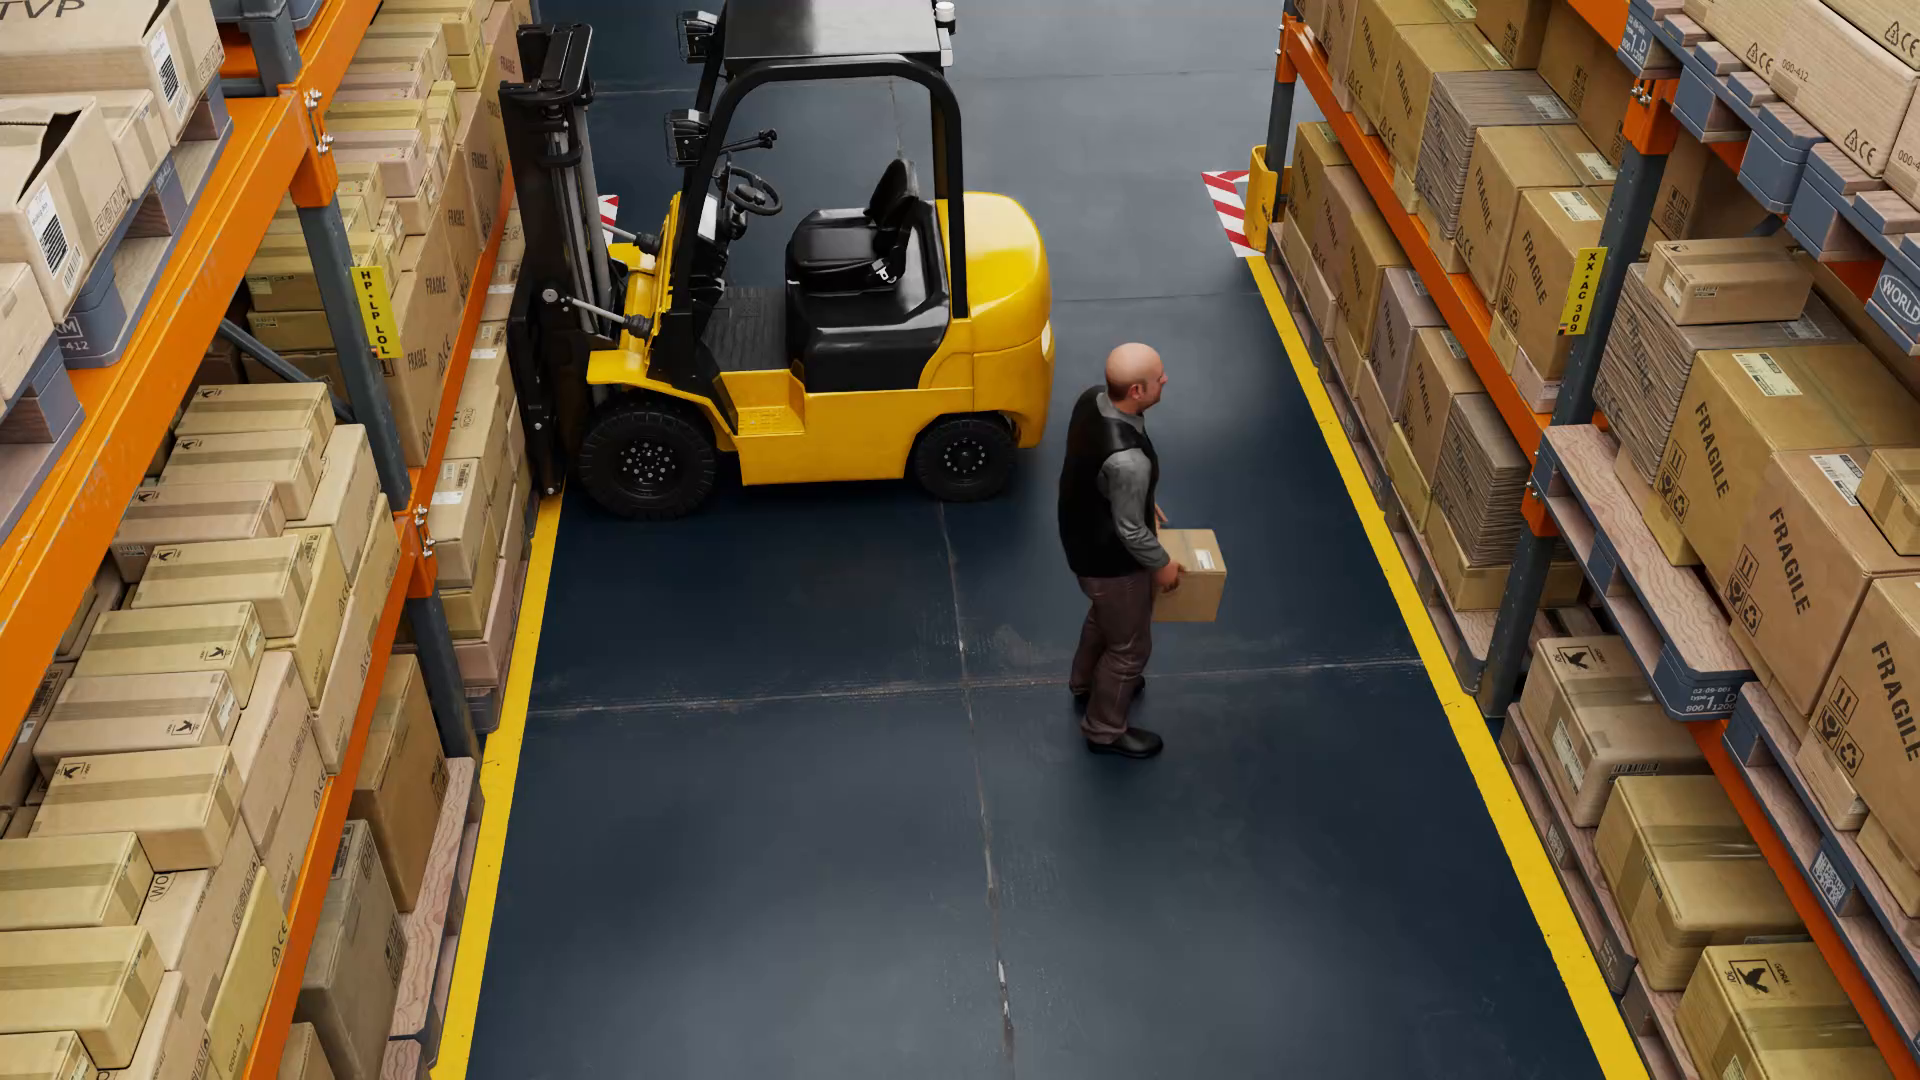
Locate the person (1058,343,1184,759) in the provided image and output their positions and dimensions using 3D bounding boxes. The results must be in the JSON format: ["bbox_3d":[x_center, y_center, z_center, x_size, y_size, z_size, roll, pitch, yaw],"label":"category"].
[{"bbox_3d":[0.578,0.027,6.135,0.446,1.727,0.551,-4,39,-5],"label":"person"}]
